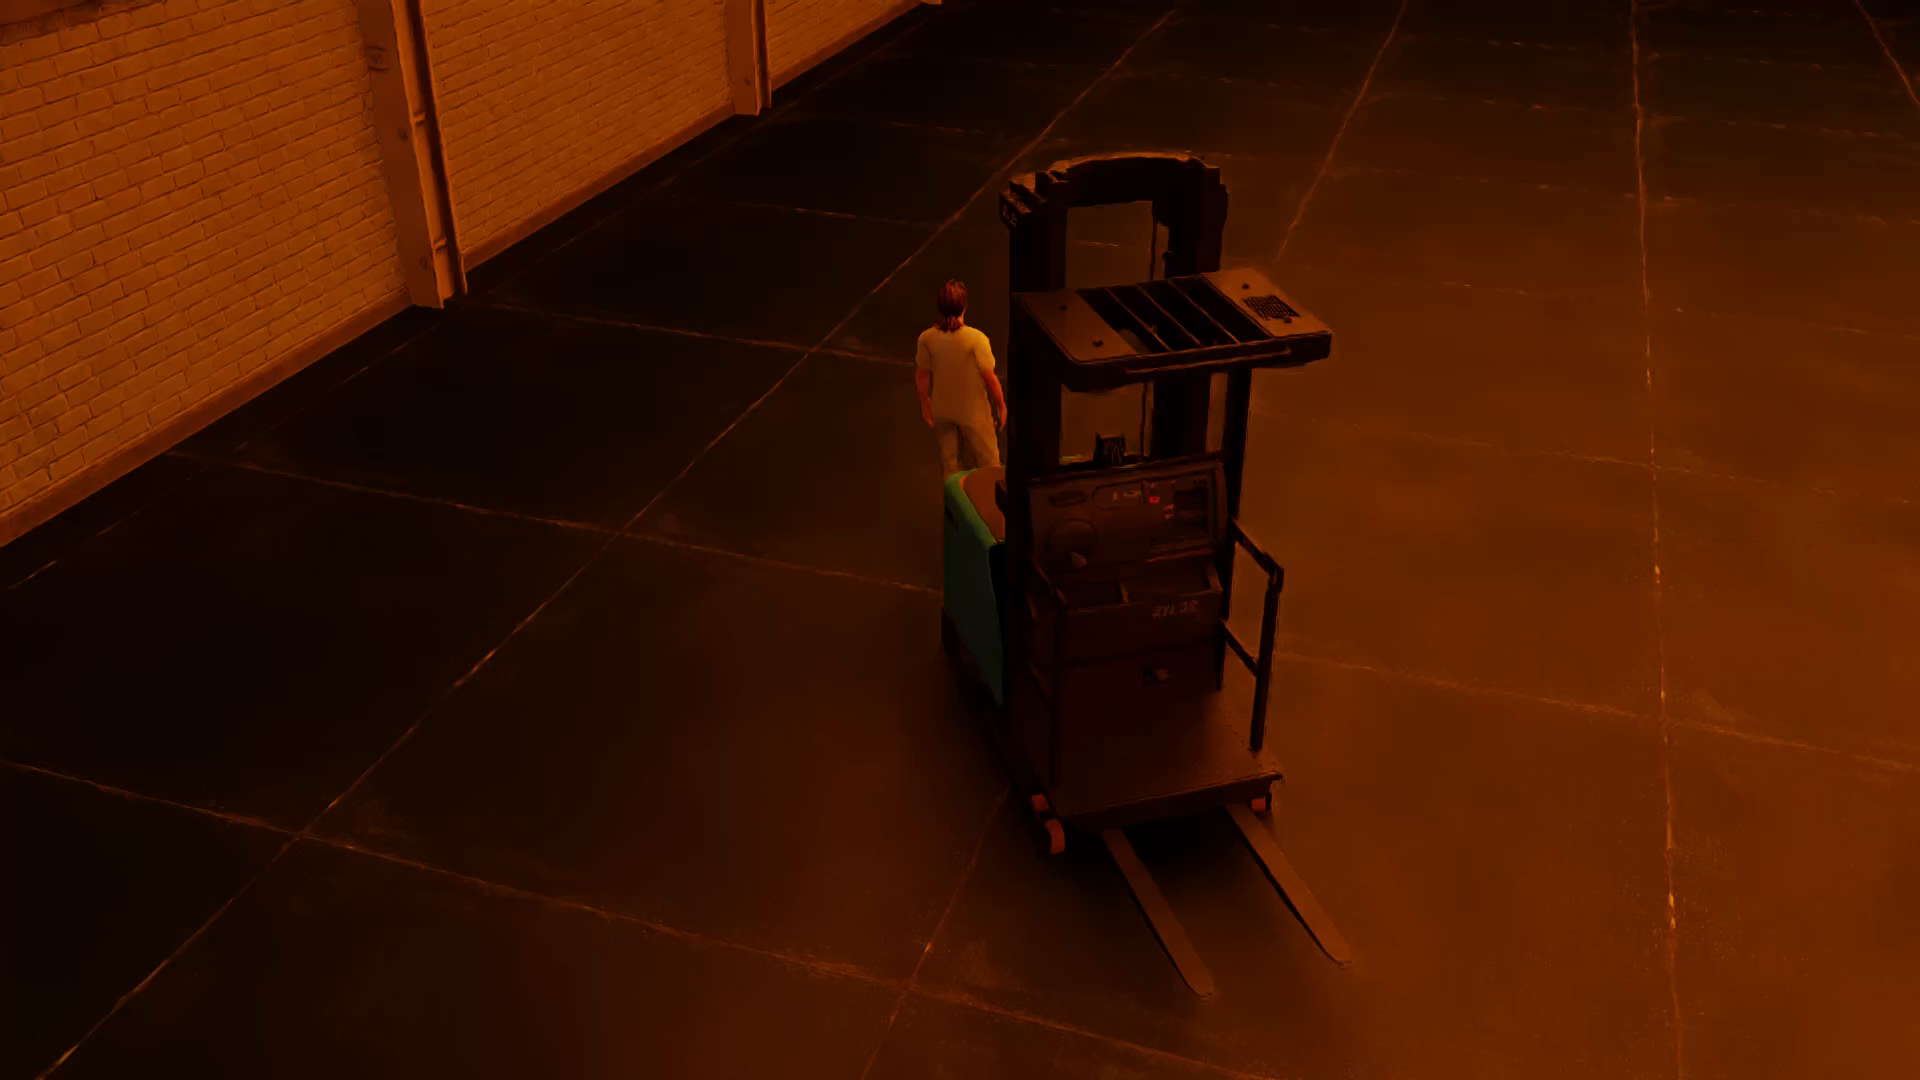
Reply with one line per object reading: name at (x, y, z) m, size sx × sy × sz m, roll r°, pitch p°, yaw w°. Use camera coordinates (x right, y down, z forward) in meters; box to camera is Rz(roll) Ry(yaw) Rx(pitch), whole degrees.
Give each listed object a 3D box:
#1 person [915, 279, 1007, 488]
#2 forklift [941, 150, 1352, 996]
person at (0.036, -0.757, 9.740) m, size 0.550 × 1.652 × 0.548 m, roll 10°, pitch 31°, yaw 16°
forklift at (0.817, -0.060, 7.241) m, size 1.130 × 2.935 × 3.031 m, roll -9°, pitch 31°, yaw -15°
